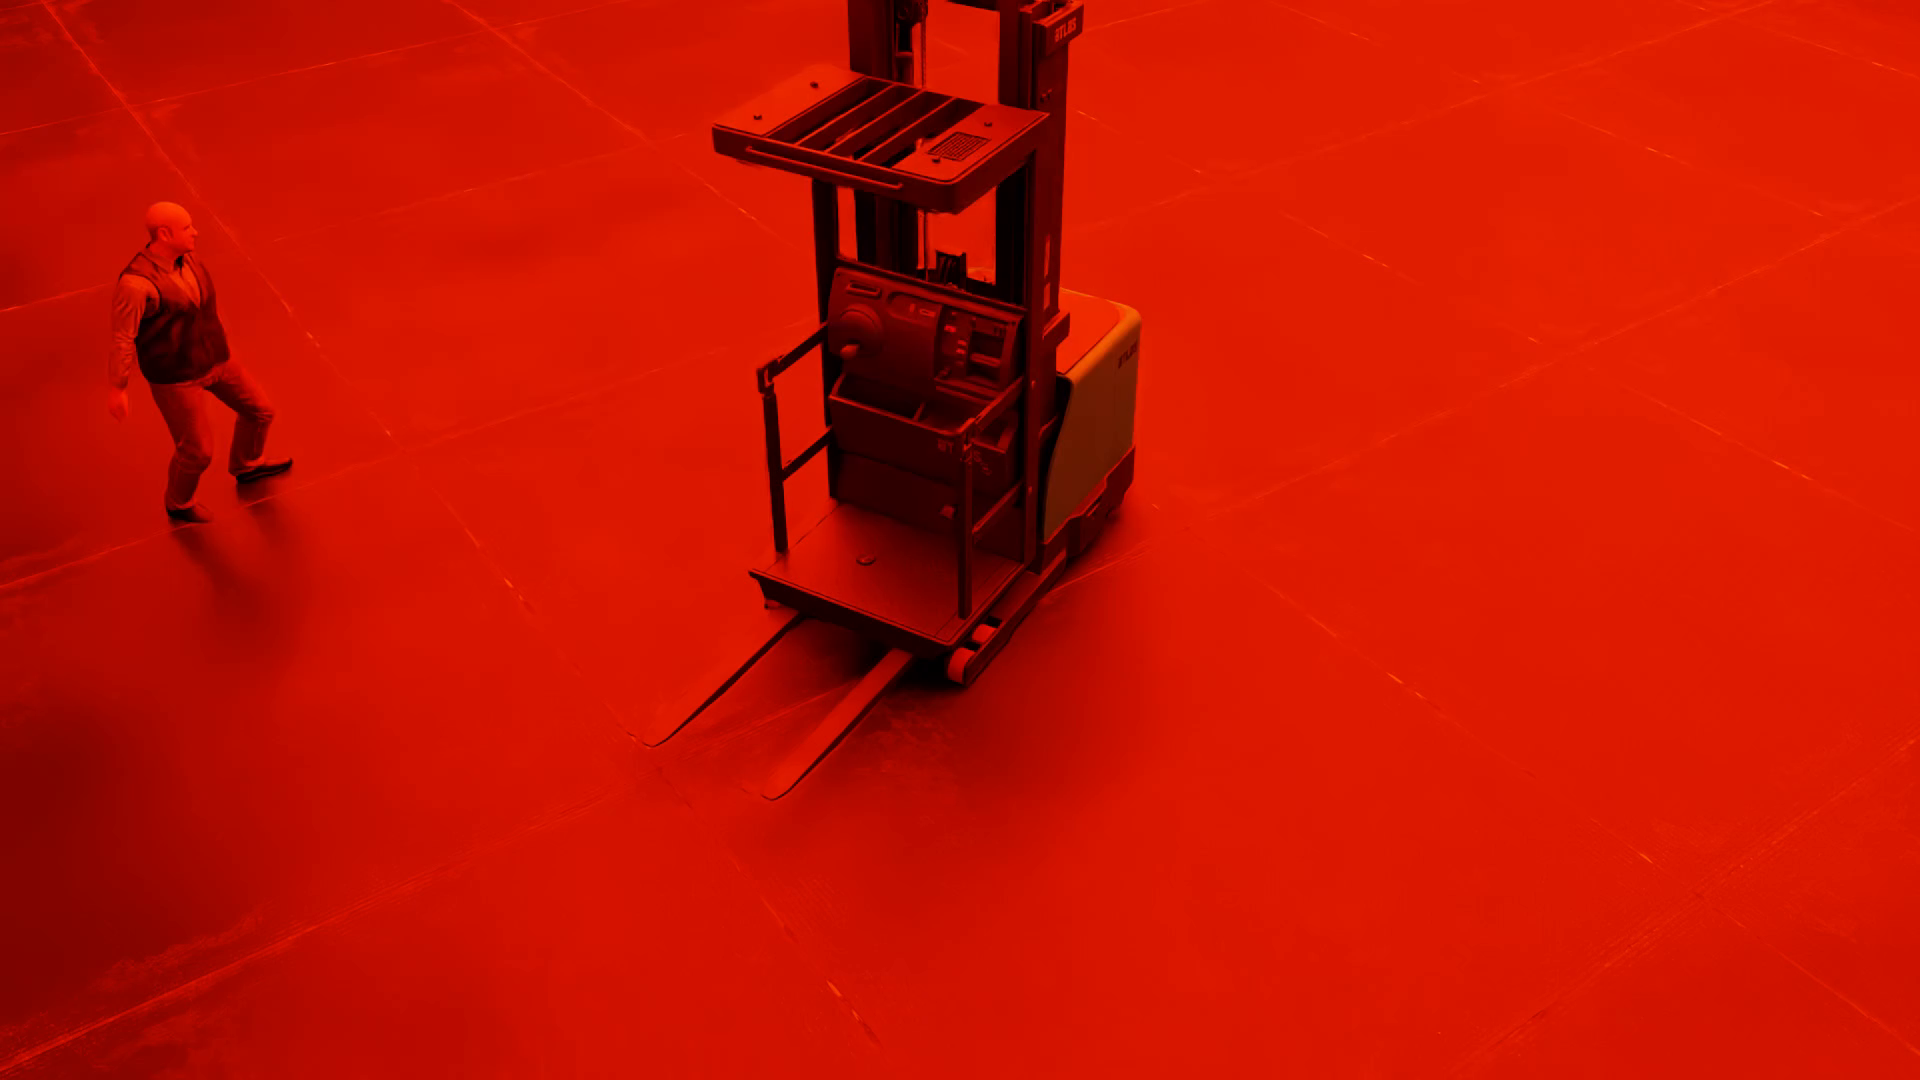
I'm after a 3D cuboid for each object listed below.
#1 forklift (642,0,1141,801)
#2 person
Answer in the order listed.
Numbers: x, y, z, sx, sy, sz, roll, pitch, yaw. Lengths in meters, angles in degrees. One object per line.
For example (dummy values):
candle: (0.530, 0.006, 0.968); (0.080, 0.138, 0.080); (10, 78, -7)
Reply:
forklift: (-0.273, -0.838, 7.078); (1.130, 2.935, 3.031); (19, 41, 24)
person: (-3.835, -0.841, 8.192); (0.451, 1.701, 0.872); (12, 38, 16)
